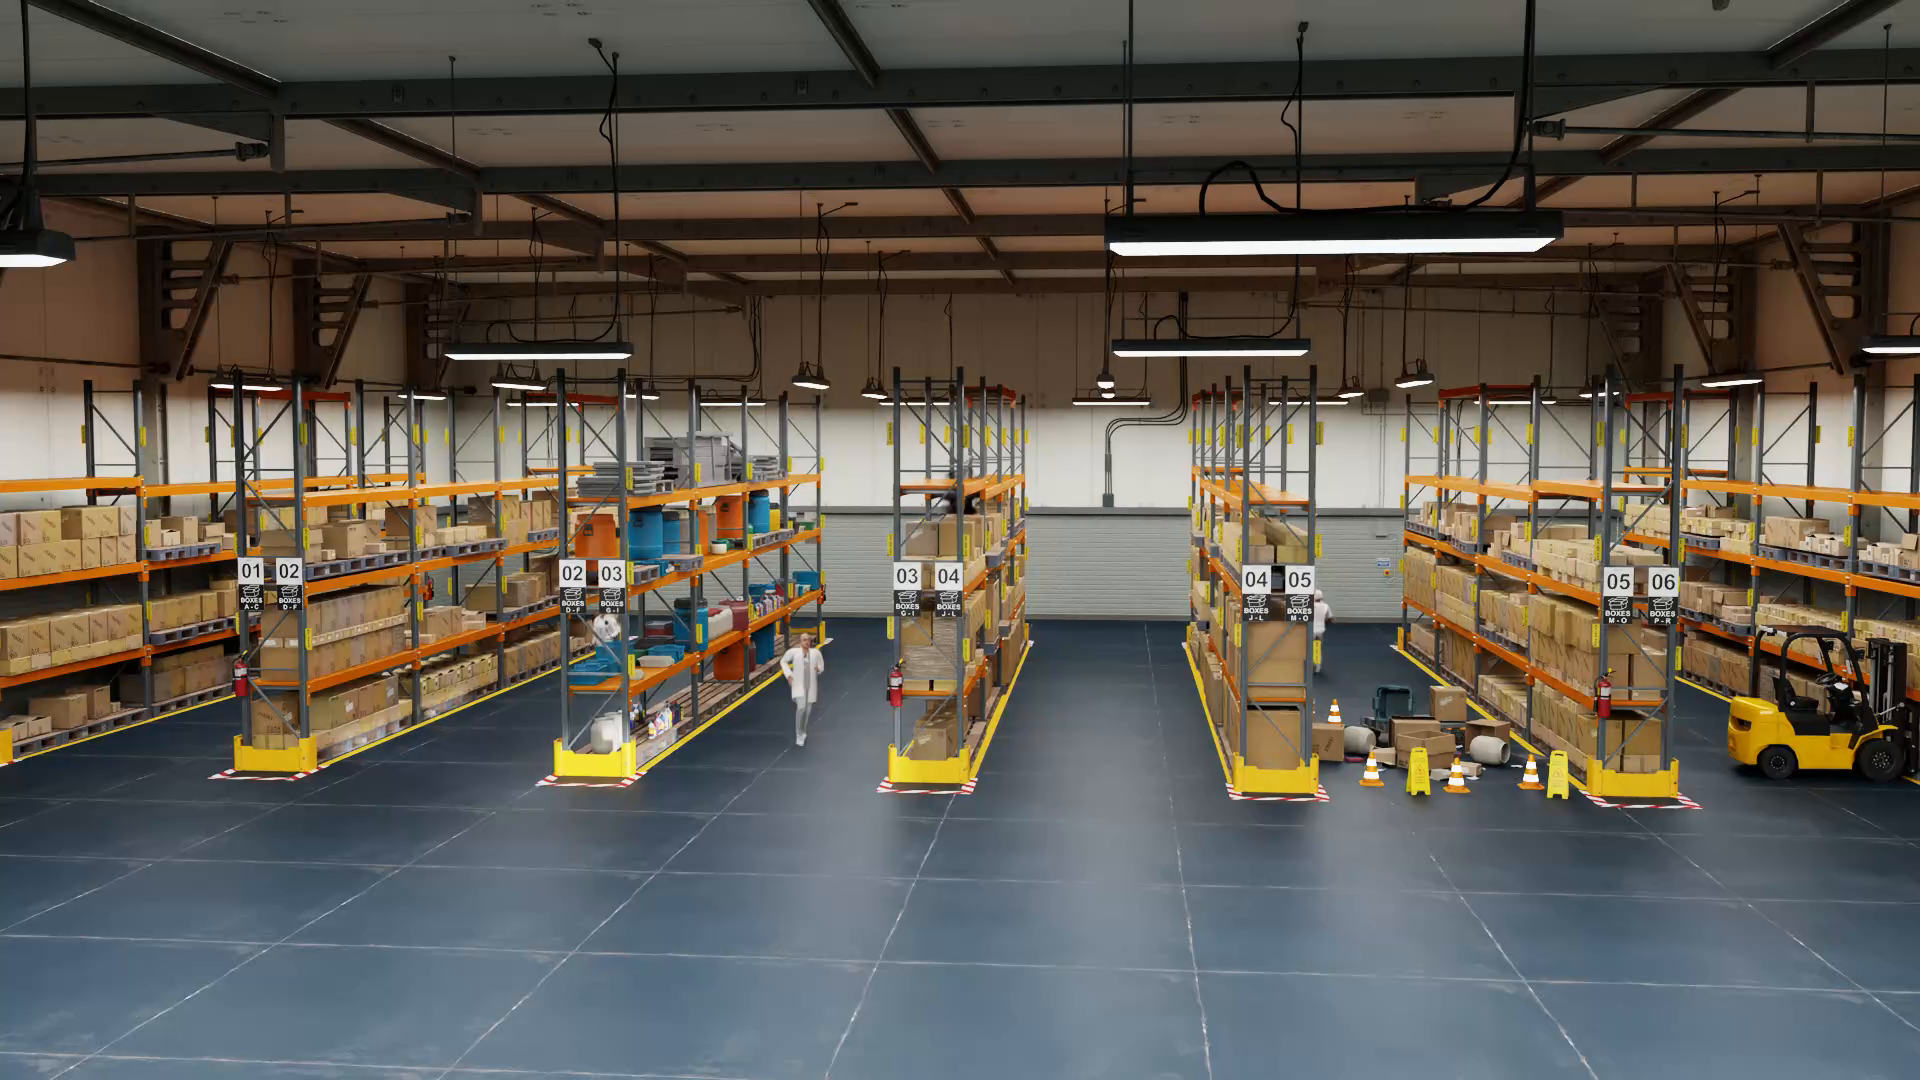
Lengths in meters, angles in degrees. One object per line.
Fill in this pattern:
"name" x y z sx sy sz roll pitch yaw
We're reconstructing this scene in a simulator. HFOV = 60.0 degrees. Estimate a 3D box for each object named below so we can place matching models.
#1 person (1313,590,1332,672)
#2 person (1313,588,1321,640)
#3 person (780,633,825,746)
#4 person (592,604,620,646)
"person" 7.562 1.926 35.471 0.687 1.738 0.551 0 4 0
"person" 7.859 1.856 37.463 0.579 1.665 0.678 -1 4 -10
"person" -2.542 2.439 27.179 0.681 1.837 0.829 -1 4 -22
"person" -7.042 2.082 33.052 0.610 1.687 0.860 0 4 7
